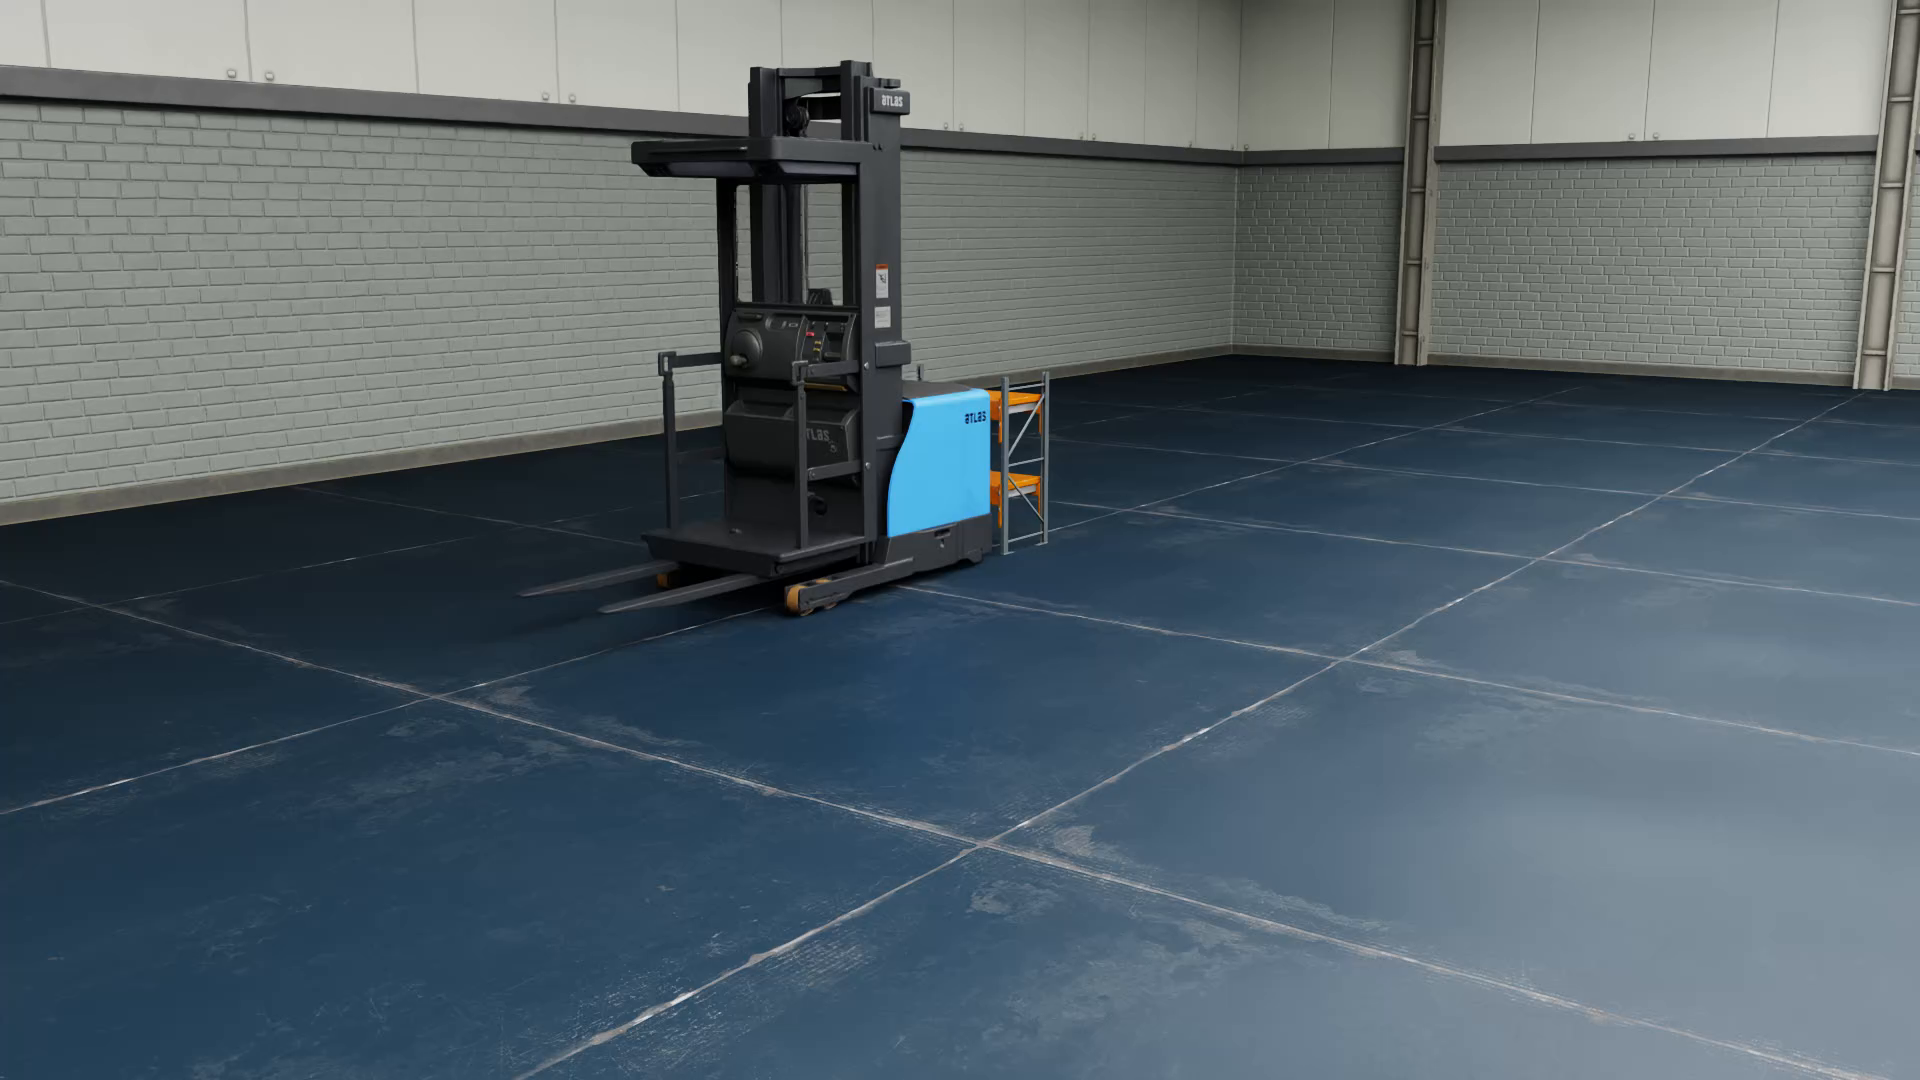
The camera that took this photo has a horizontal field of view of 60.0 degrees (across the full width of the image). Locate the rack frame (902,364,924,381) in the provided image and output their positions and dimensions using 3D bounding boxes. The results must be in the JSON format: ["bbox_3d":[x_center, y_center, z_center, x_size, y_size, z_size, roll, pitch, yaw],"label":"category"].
[{"bbox_3d":[-0.404,-0.609,11.214,0.032,1.125,0.500,8,13,36],"label":"rack frame"}]

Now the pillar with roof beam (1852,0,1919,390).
[{"bbox_3d":[8.884,-5.658,16.583,0.400,9.000,9.100,8,13,36],"label":"pillar with roof beam"}]

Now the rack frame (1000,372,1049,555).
[{"bbox_3d":[0.415,-0.494,10.624,0.032,1.125,0.500,8,13,36],"label":"rack frame"}]

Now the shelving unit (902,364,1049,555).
[{"bbox_3d":[0.005,-0.552,10.919,1.048,1.125,0.538,8,13,36],"label":"shelving unit"}]

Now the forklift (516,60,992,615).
[{"bbox_3d":[-1.083,-1.137,9.191,1.130,2.935,3.031,8,14,36],"label":"forklift"}]

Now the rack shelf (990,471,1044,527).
[{"bbox_3d":[0.005,-0.311,10.965,1.000,0.278,0.538,8,13,36],"label":"rack shelf"}]

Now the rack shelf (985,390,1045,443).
[{"bbox_3d":[0.005,-0.839,10.863,1.000,0.278,0.538,8,13,36],"label":"rack shelf"}]

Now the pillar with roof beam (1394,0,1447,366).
[{"bbox_3d":[4.048,-6.332,20.069,0.400,9.000,9.100,8,13,36],"label":"pillar with roof beam"}]
